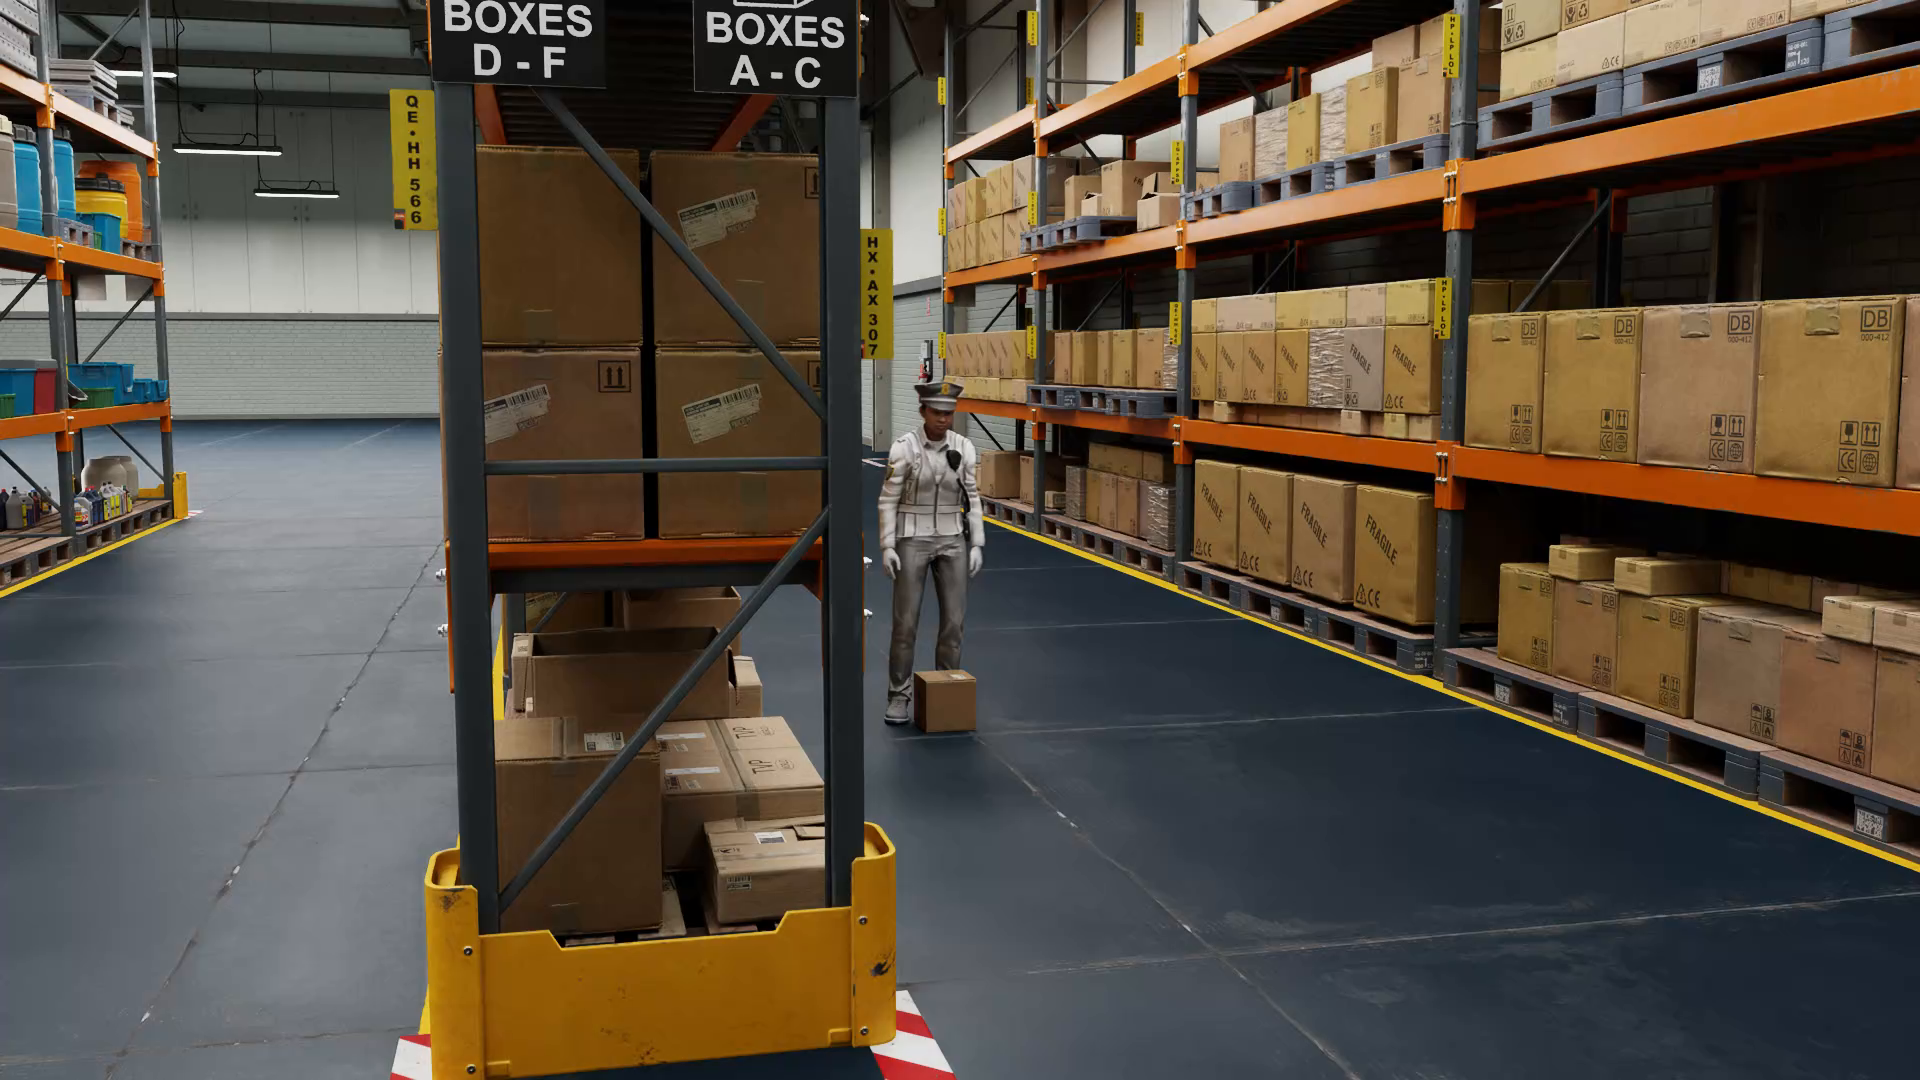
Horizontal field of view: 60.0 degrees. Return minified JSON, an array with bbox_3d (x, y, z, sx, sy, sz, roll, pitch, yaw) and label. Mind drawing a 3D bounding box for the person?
[{"bbox_3d":[-0.133,0.053,8.184,0.533,1.663,0.404,-2,6,-14],"label":"person"}]
